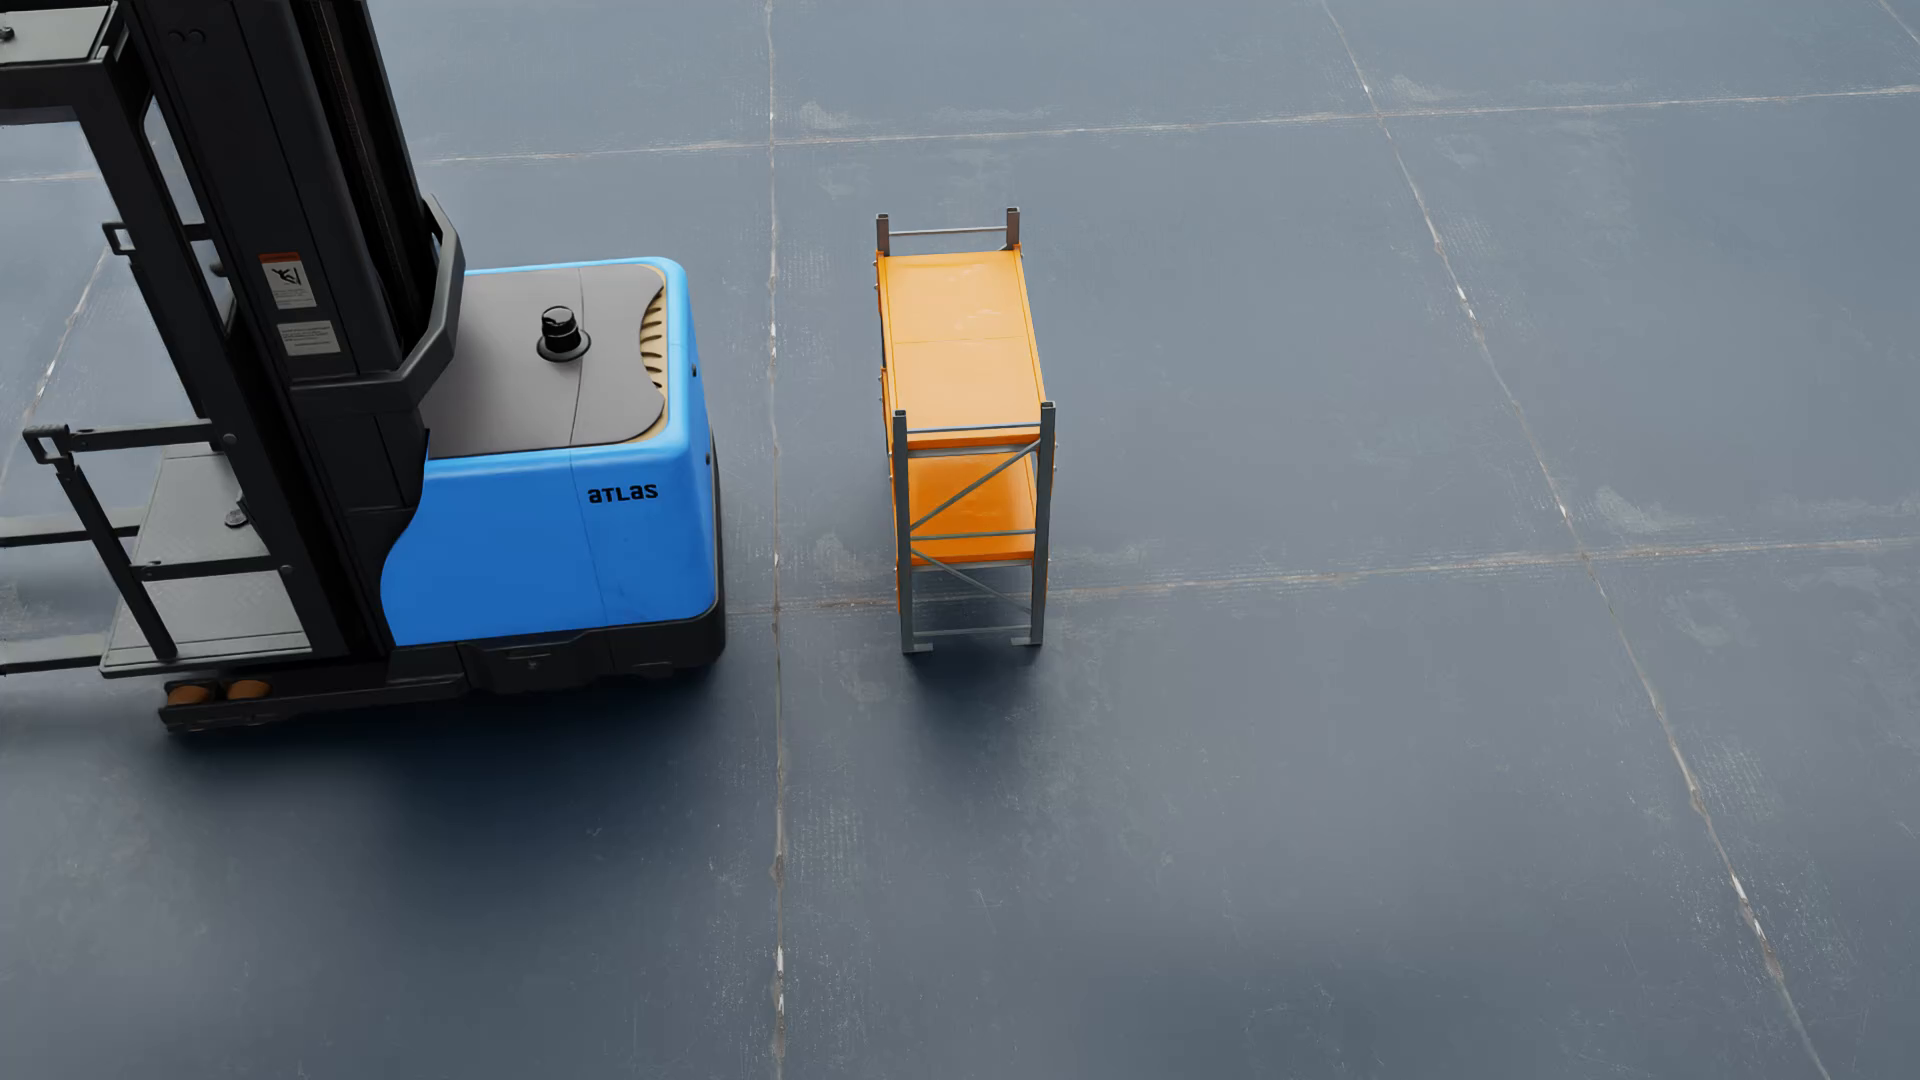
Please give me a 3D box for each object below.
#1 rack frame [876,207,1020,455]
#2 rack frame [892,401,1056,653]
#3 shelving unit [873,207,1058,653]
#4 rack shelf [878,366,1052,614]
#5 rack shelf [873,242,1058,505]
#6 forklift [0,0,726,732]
[{"bbox_3d":[-0.042,-0.750,6.185,0.500,1.125,0.032,-3,47,-3],"label":"rack frame"},{"bbox_3d":[0.043,-0.014,5.489,0.500,1.125,0.032,-3,47,-3],"label":"rack frame"},{"bbox_3d":[0.001,-0.382,5.837,0.538,1.125,1.048,-3,47,-3],"label":"shelving unit"},{"bbox_3d":[0.001,-0.214,6.014,0.538,0.278,1.000,-3,47,-3],"label":"rack shelf"},{"bbox_3d":[0.001,-0.583,5.624,0.538,0.278,1.000,-3,47,-3],"label":"rack shelf"},{"bbox_3d":[-2.375,-0.769,4.960,3.031,2.935,1.130,-5,47,-5],"label":"forklift"}]
